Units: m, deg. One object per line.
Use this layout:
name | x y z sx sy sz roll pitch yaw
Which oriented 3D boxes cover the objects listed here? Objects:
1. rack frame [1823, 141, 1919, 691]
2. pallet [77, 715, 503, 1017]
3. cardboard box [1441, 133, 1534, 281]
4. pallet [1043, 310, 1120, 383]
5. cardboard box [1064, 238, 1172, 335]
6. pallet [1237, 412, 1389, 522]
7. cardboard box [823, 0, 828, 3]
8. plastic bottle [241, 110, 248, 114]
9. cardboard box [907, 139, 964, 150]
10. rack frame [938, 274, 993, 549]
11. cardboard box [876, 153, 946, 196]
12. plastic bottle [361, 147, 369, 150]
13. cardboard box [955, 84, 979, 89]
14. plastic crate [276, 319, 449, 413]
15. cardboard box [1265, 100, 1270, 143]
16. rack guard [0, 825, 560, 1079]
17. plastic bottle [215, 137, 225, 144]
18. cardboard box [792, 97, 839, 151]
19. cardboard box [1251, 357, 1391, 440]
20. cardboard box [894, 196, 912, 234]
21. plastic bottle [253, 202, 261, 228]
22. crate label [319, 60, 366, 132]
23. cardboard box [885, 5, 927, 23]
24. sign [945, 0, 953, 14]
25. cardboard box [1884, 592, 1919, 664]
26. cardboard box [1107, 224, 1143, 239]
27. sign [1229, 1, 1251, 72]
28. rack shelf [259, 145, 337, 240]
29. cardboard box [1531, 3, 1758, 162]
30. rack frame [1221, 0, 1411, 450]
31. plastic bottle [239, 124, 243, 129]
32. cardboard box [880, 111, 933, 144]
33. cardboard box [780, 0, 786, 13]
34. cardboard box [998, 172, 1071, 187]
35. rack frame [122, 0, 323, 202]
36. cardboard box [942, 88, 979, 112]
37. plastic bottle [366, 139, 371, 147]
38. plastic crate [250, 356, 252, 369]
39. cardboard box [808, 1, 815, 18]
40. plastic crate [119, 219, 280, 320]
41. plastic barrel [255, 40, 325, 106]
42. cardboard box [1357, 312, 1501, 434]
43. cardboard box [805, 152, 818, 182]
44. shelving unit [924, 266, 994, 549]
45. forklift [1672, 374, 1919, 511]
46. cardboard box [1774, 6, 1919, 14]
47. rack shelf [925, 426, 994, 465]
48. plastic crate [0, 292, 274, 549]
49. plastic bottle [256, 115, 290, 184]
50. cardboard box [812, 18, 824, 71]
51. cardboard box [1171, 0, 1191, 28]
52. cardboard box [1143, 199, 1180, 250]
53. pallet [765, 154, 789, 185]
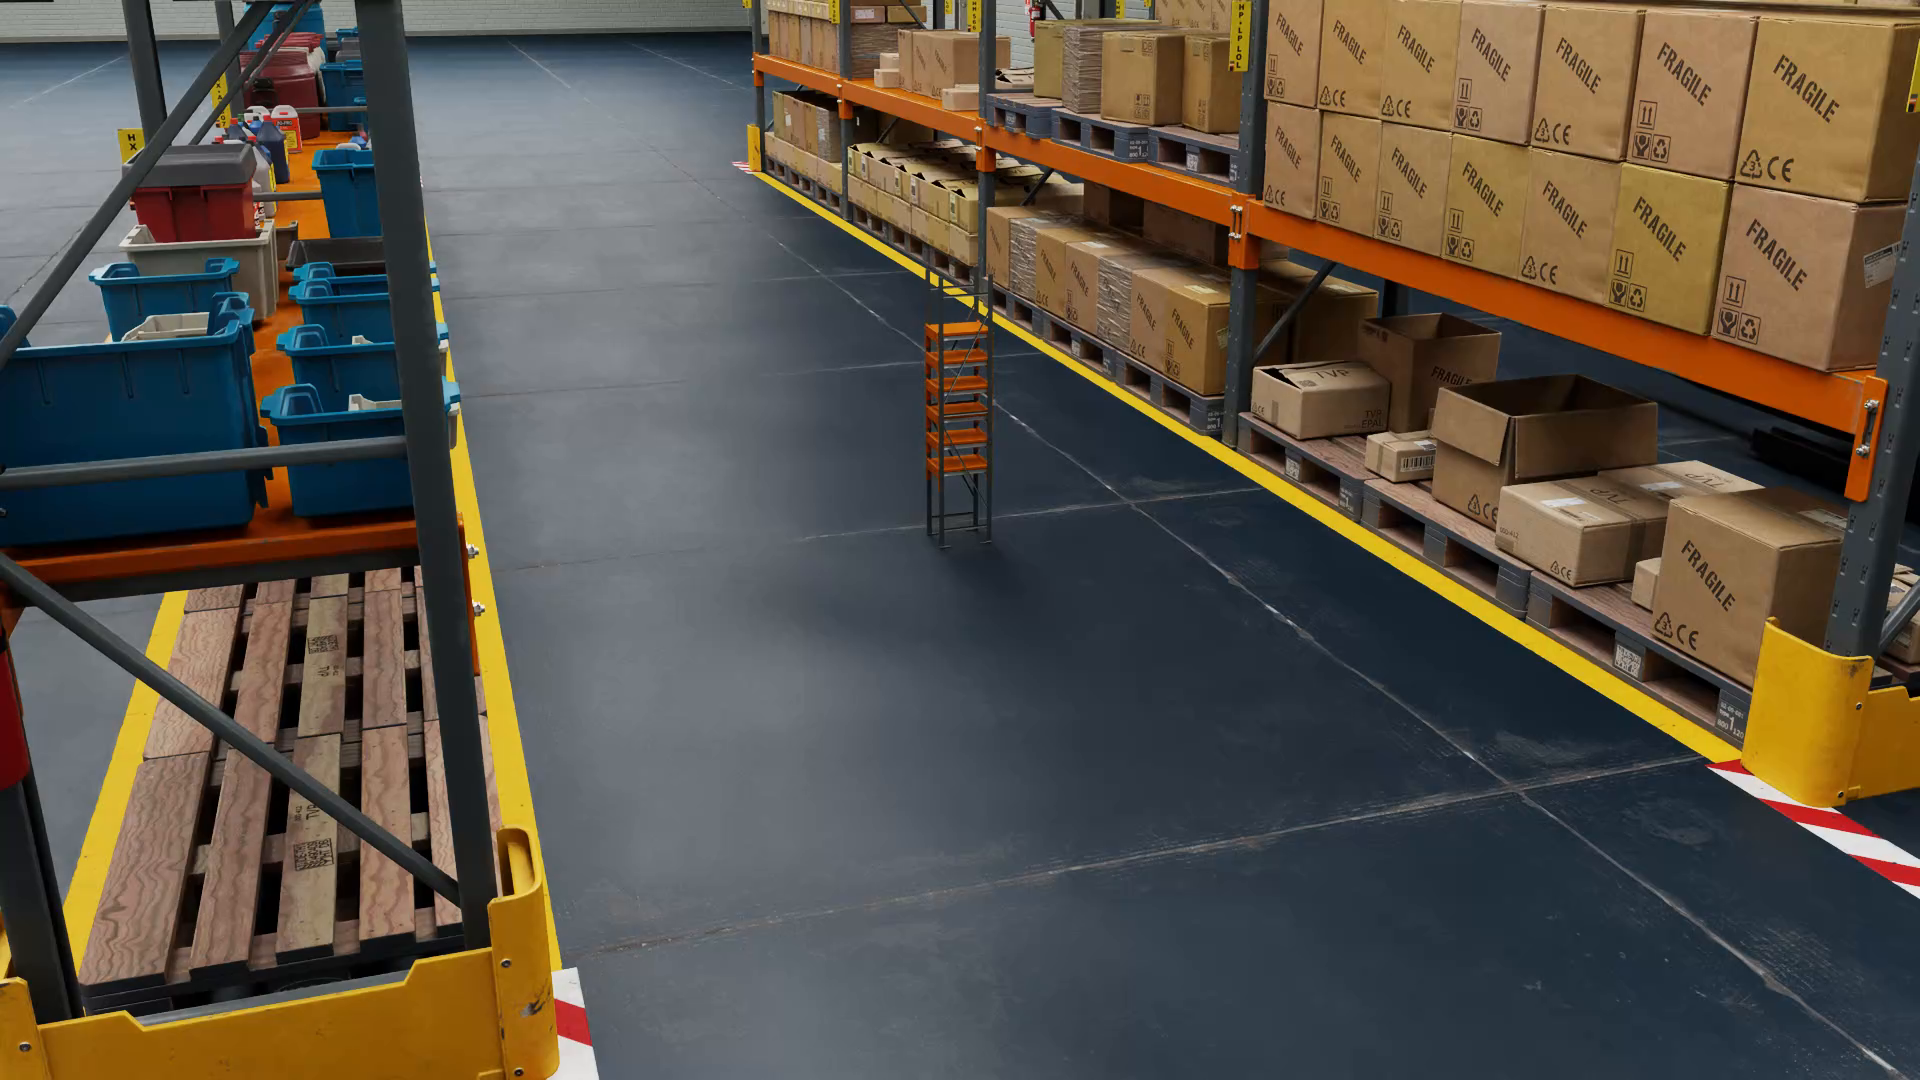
rack frame | 3.141 -0.673 4.853 1.000 3.000 0.127 -6 21 -17
pallet | -1.785 0.895 4.611 1.003 0.211 1.213 -6 21 -17
cardboard box | 2.266 -1.324 6.516 0.500 0.500 0.500 -7 21 -18
pallet | 1.205 -1.294 10.706 1.003 0.211 1.213 -6 21 -17
cardboard box | 0.990 -1.599 10.477 0.500 0.500 0.500 -7 21 -19
pallet | 2.099 -0.424 8.285 1.003 0.211 1.213 -6 21 -17
cardboard box | -0.936 -5.485 16.184 0.700 0.500 0.500 -6 21 -17
plastic bottle | -4.188 -2.377 9.769 0.061 0.283 0.133 -6 21 -17
cardboard box | -0.231 -3.592 15.597 0.500 0.311 0.500 -6 21 -17
rack frame | 0.024 -0.540 7.145 0.240 1.200 0.006 -6 21 -17
cardboard box | -0.421 -3.205 14.520 0.500 0.311 0.500 -7 21 -19
plastic bottle | -2.635 -1.569 7.420 0.144 0.351 0.185 -6 21 -17
cardboard box | 0.173 -3.525 13.166 0.380 0.149 0.250 -5 20 -13
plastic crate | -1.534 -0.423 4.316 0.416 0.233 0.300 -6 21 -17
cardboard box | 1.947 -2.377 8.829 0.700 0.500 0.500 -15 24 -35
rack guard | -1.542 1.035 3.796 1.175 0.500 0.348 -6 21 -17
plastic bottle | -3.477 -1.728 7.863 0.144 0.351 0.185 -6 21 -17
cardboard box | -1.461 -4.387 17.530 0.500 0.500 0.500 -6 21 -17
cardboard box | 1.811 -0.741 8.368 0.500 0.311 0.500 -6 21 -17
cardboard box | -0.255 -2.778 14.161 0.500 0.250 0.500 -6 21 -16
plastic bottle | -3.138 -1.450 7.309 0.097 0.201 0.097 0 20 0
crate label | -4.132 -3.080 11.501 0.502 0.435 0.616 -6 21 -17
cardboard box | -0.531 -4.983 15.745 0.380 0.149 0.250 -6 21 -17
sign | -0.118 -5.093 15.562 0.100 0.325 0.005 -6 21 -17
cardboard box | 3.336 0.291 5.737 0.380 0.149 0.250 -6 21 -17
cardboard box | 1.306 -1.830 11.120 0.500 0.500 0.500 -7 21 -19
sign | 1.358 -2.442 8.064 0.100 0.325 0.005 -6 21 -17
rack shelf | -3.448 -1.735 8.874 1.077 0.370 4.000 -6 21 -17
cardboard box | 2.413 -1.632 5.897 0.500 0.500 0.500 -6 21 -16
rack frame | 1.884 -1.957 8.427 1.000 3.000 0.127 -6 21 -17
plastic bottle | -3.947 -2.145 9.141 0.097 0.271 0.097 0 20 0
cardboard box | -0.479 -3.963 16.349 0.500 0.500 0.500 -6 21 -17
cardboard box | -1.729 -5.765 17.923 0.380 0.149 0.250 -7 21 -18
cardboard box | 0.568 -2.775 13.322 0.500 0.311 0.500 -7 21 -19
rack frame | -2.819 -1.432 6.965 1.000 3.000 0.127 -6 21 -17
cardboard box | 0.082 -3.381 12.765 0.380 0.149 0.250 -6 21 -17
plastic bottle | -2.967 -1.934 8.547 0.152 0.276 0.135 -6 21 -17
plastic crate | -2.068 -0.389 4.364 0.396 0.136 0.243 -6 21 -17
cardboard box | -1.317 -5.349 16.763 0.380 0.149 0.250 -6 21 -16
plastic crate | -2.514 -0.895 5.556 0.437 0.282 0.530 -6 21 -17
plastic barrel | -4.875 -3.358 12.128 0.433 0.535 0.433 0 20 0
cardboard box | 2.332 -0.835 8.350 0.500 0.500 0.500 -6 21 -17
cardboard box | -1.303 -3.874 17.210 0.500 0.250 0.500 -6 21 -17
shelving unit | -0.005 -0.569 7.227 0.258 1.200 0.189 -6 21 -17
forklift | 4.718 -1.740 7.924 1.130 2.935 3.031 -5 20 -14
cardboard box | 3.081 -1.528 5.607 0.500 0.500 0.500 -6 21 -17
rack shelf | -0.005 -0.415 7.282 0.258 0.103 0.180 -6 21 -17
plastic crate | -1.845 -0.281 3.619 0.616 0.435 0.499 -6 21 -17
plastic bottle | -3.663 -2.082 8.847 0.144 0.351 0.185 -6 21 -17
cardboard box | -1.102 -5.043 16.871 0.700 0.500 0.500 -6 21 -16
cardboard box | 2.824 -6.282 19.552 0.500 0.500 0.500 -6 21 -17
cardboard box | 1.491 -2.003 10.494 0.500 0.250 0.500 -7 21 -18
pallet | -1.608 -4.254 18.949 1.003 0.211 1.213 -6 21 -17
